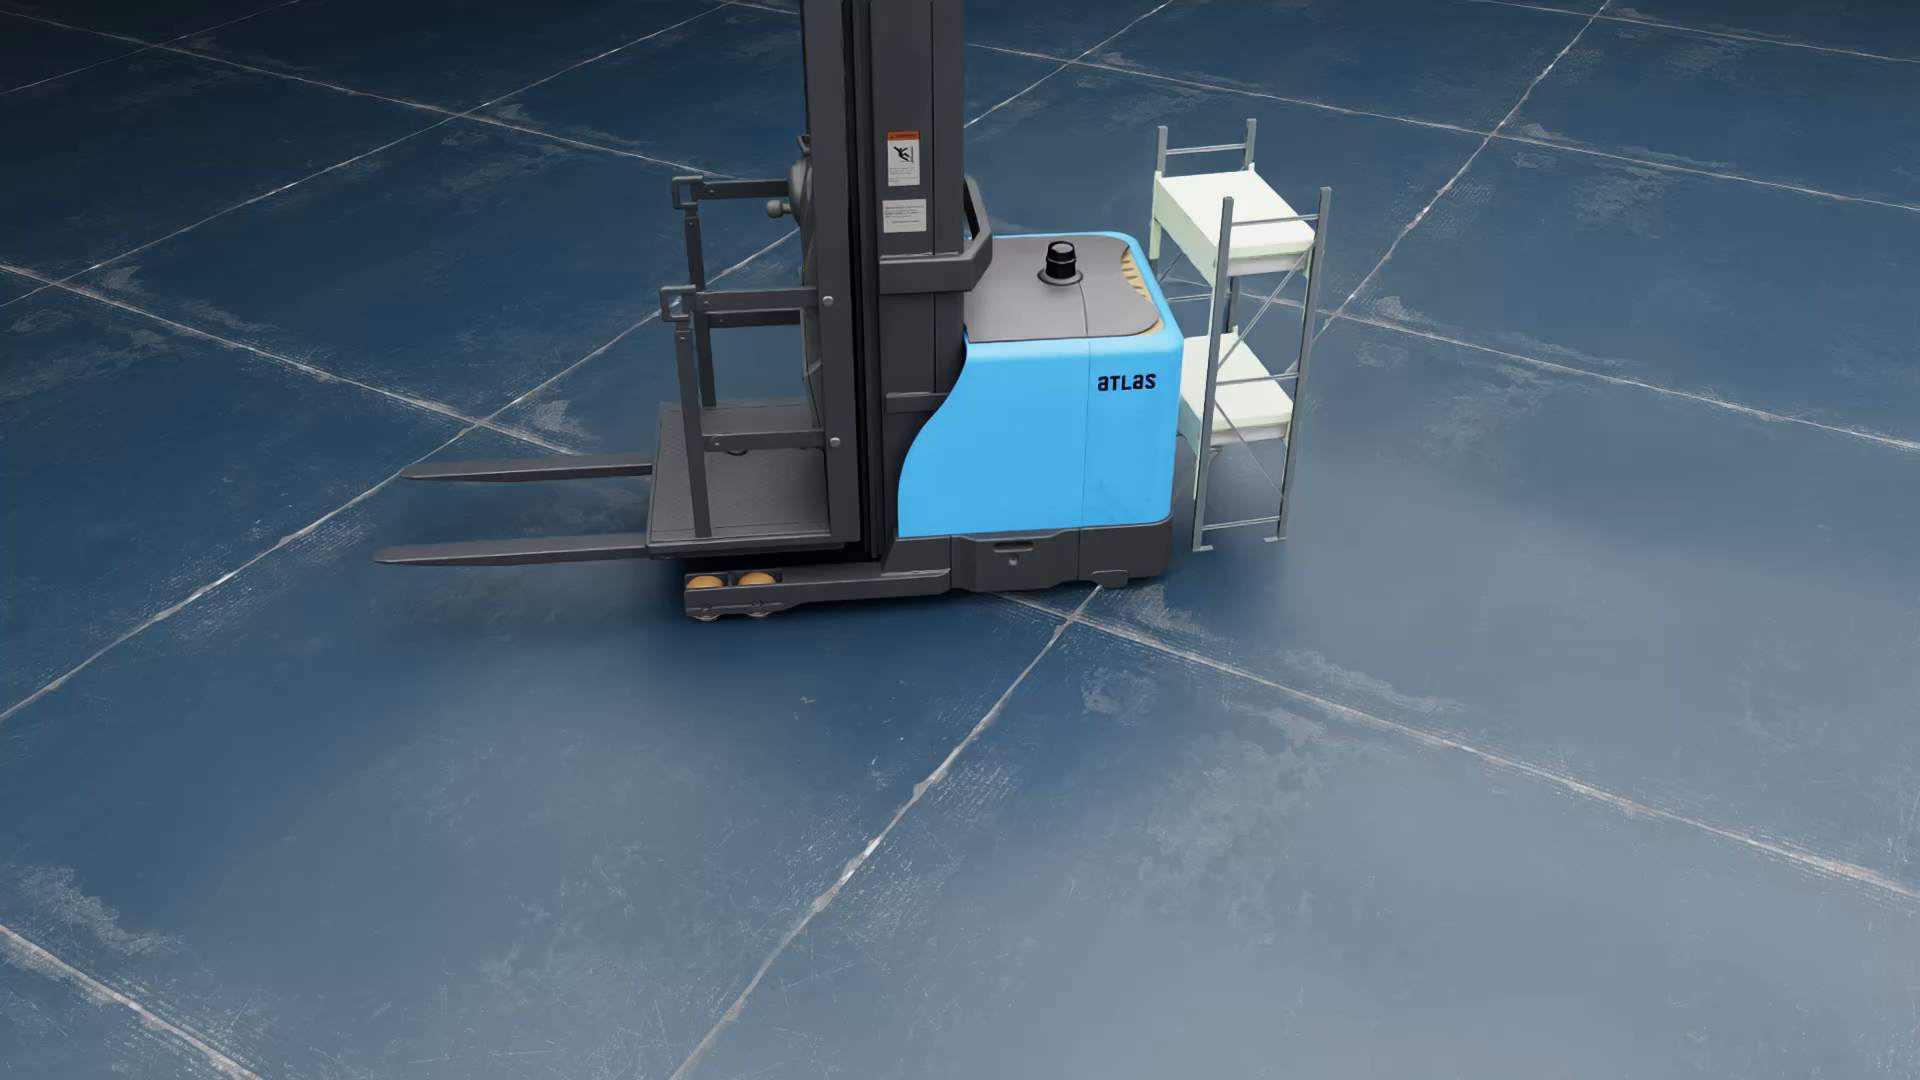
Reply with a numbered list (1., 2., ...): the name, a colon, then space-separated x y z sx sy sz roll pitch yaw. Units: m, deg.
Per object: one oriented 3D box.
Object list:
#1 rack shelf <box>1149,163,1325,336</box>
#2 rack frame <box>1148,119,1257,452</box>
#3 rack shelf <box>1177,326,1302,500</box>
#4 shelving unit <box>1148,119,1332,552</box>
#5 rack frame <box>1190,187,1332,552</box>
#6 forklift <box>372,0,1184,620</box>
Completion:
1. rack shelf: 1.045 -1.128 6.386 0.431 0.370 0.720 -7 34 -10
2. rack frame: 0.965 -1.001 6.900 0.400 1.500 0.023 -7 34 -10
3. rack shelf: 1.045 -0.532 6.783 0.431 0.370 0.720 -7 34 -10
4. shelving unit: 1.045 -0.803 6.603 0.431 1.500 0.755 -7 34 -10
5. rack frame: 1.125 -0.605 6.305 0.400 1.500 0.023 -7 34 -10
6. forklift: -0.733 -1.226 5.947 3.031 2.935 1.130 -3 34 -5
